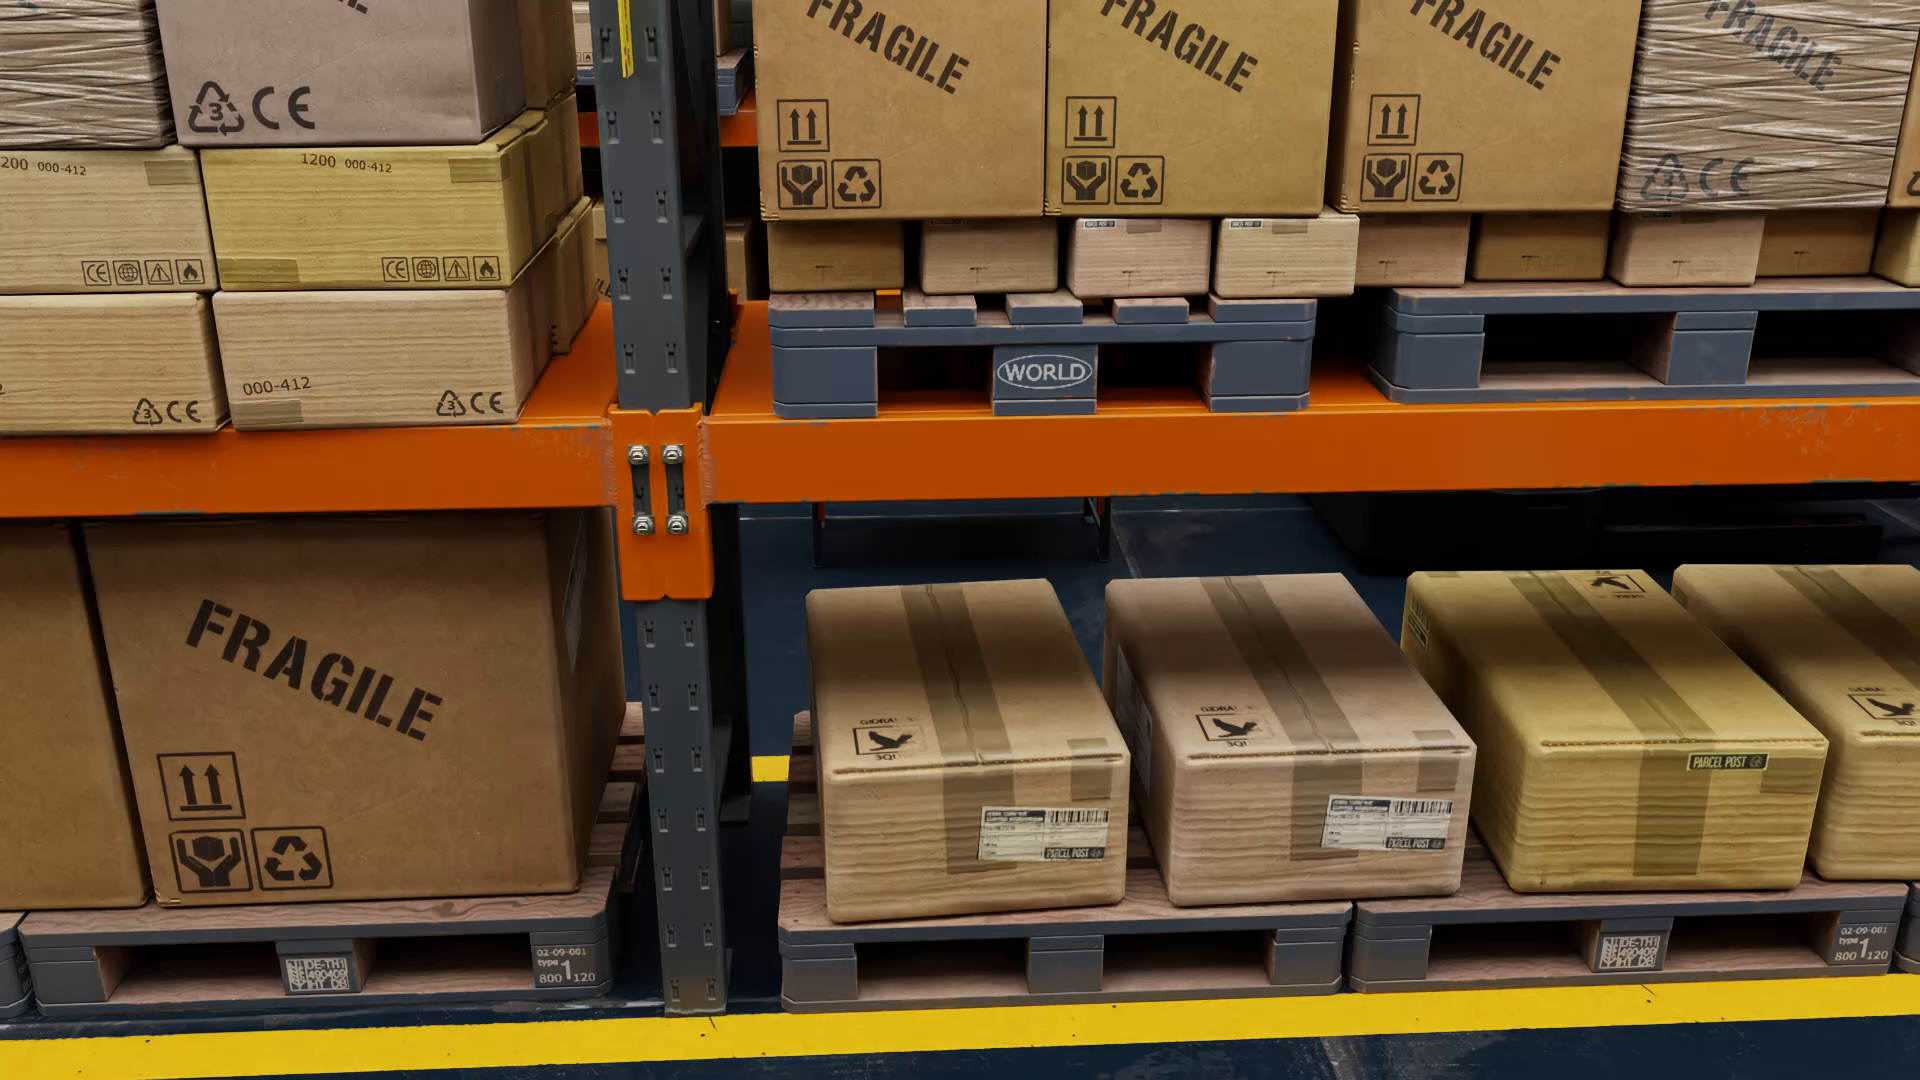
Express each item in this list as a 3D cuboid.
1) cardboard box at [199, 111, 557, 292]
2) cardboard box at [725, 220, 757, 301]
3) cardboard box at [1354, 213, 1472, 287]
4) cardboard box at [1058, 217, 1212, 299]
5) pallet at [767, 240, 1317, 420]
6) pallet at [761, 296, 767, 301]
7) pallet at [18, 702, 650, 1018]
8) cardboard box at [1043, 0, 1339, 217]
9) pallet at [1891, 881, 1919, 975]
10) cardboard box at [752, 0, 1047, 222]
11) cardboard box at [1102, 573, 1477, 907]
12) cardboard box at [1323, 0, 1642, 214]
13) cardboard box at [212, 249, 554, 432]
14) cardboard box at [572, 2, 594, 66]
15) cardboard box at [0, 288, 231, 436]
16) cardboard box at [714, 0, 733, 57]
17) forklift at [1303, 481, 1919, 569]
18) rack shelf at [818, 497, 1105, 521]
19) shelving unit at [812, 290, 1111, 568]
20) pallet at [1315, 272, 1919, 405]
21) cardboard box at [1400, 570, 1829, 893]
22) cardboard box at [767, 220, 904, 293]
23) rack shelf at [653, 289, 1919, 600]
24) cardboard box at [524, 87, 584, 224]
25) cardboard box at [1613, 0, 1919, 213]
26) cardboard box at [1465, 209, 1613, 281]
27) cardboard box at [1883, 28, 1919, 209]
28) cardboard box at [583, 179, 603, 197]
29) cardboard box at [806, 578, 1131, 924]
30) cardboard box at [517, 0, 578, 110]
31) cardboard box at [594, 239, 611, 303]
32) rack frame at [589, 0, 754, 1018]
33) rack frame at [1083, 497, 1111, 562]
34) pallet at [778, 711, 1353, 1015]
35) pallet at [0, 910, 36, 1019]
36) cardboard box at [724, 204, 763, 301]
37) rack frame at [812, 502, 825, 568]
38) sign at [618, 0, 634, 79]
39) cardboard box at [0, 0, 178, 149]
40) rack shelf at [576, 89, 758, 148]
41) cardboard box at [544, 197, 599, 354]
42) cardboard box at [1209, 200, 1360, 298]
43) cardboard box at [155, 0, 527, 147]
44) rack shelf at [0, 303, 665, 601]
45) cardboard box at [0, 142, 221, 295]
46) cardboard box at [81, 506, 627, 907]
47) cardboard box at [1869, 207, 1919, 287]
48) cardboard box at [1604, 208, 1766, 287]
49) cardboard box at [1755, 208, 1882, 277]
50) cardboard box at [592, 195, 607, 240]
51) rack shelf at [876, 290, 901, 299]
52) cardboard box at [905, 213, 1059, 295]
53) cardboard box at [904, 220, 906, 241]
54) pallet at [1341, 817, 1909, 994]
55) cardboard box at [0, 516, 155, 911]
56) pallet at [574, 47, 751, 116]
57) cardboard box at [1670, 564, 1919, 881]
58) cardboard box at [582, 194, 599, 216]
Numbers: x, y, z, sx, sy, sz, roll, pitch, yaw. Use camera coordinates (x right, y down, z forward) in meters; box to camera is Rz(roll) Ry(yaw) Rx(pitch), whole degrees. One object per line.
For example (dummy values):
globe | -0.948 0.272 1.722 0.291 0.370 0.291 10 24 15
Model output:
cardboard box | -1.053 -0.641 3.097 0.500 0.250 0.500 -1 21 -3
cardboard box | -1.281 -1.284 8.200 0.500 0.500 0.500 -1 21 -1
cardboard box | 0.823 -0.611 3.273 0.250 0.149 0.380 0 21 0
cardboard box | 0.311 -0.580 3.192 0.250 0.149 0.380 -3 21 -7
pallet | 0.121 -0.540 3.594 1.003 0.211 1.213 -1 21 -3
pallet | -1.619 -1.036 8.545 1.213 0.211 1.003 -1 21 -3
pallet | -1.376 0.715 3.947 1.213 0.211 1.003 -1 21 -3
cardboard box | 0.398 -0.900 3.120 0.500 0.500 0.500 0 21 0
pallet | 2.632 0.661 4.089 1.213 0.211 1.003 -1 21 -3
cardboard box | -0.122 -0.887 3.085 0.500 0.500 0.500 -2 21 -5
cardboard box | 0.717 0.428 3.883 0.625 0.372 0.950 -2 21 -4
cardboard box | 0.928 -0.913 3.154 0.500 0.500 0.500 -1 21 -2
cardboard box | -1.074 -0.405 3.180 0.500 0.250 0.500 -2 21 -5
cardboard box | -1.906 -2.331 7.647 0.500 0.250 0.500 -2 21 -6
cardboard box | -1.583 -0.389 3.138 0.500 0.250 0.500 -1 21 -2
cardboard box | -1.394 -2.629 8.079 0.500 0.500 0.500 0 21 -1
forklift | 2.840 -1.463 5.844 3.031 2.935 1.130 -2 21 -4
rack shelf | -0.007 -0.297 6.007 1.000 0.278 0.538 -1 21 -3
shelving unit | -0.007 -0.526 5.920 1.048 1.125 0.538 -1 21 -3
pallet | 1.390 -0.543 3.600 1.213 0.211 1.003 -1 21 -3
cardboard box | 1.474 0.415 3.918 0.625 0.372 0.950 0 21 -1
cardboard box | -0.249 -0.597 3.236 0.250 0.149 0.380 -2 21 -6
rack shelf | 1.412 -0.282 3.657 4.000 0.370 1.077 -1 21 -3
cardboard box | -1.104 -0.819 3.564 0.500 0.250 0.500 -1 21 -3
cardboard box | 1.428 -0.920 3.173 0.500 0.500 0.500 -2 21 -5
cardboard box | 1.103 -0.631 3.324 0.250 0.149 0.380 0 21 -1
cardboard box | 1.951 -0.931 3.202 0.500 0.500 0.500 0 21 -1
cardboard box | -1.920 -1.743 8.494 0.250 0.149 0.380 -1 21 -2
cardboard box | -0.020 0.446 3.836 0.625 0.372 0.950 -3 21 -7
cardboard box | -1.091 -1.169 3.429 0.500 0.500 0.500 -2 21 -5
cardboard box | -1.781 -1.277 8.184 0.500 0.500 0.500 -1 21 -4
rack frame | -0.584 -0.578 3.422 0.127 3.000 1.000 -1 21 -3
rack frame | 0.501 -0.536 5.948 0.032 1.125 0.500 -1 21 -3
pallet | 0.196 0.710 3.959 1.213 0.211 1.003 -1 21 -3
pallet | -2.591 0.738 3.885 1.213 0.211 1.003 -1 21 -3
cardboard box | -1.308 -1.460 8.663 0.500 0.500 0.500 0 21 -1
rack frame | -0.514 -0.515 5.893 0.032 1.125 0.500 -1 21 -3
sign | -0.549 -0.922 2.699 0.005 0.325 0.100 -1 21 -3
cardboard box | -1.597 -0.975 2.920 0.500 0.500 0.500 -1 21 -2
rack shelf | -2.868 -1.964 8.075 4.000 0.370 1.077 -1 21 -3
cardboard box | -1.087 -0.587 3.658 0.500 0.250 0.500 -2 21 -4
cardboard box | 0.587 -0.578 3.187 0.250 0.149 0.380 -1 21 -3
cardboard box | -1.086 -0.988 2.955 0.500 0.500 0.500 -2 21 -5
rack shelf | -2.581 -0.201 3.444 4.000 0.370 1.077 -1 21 -3
cardboard box | -1.565 -0.629 3.066 0.500 0.250 0.500 -2 21 -4
cardboard box | -1.279 0.204 3.766 0.875 0.875 0.875 -1 21 -4
cardboard box | 1.892 -0.614 3.280 0.250 0.149 0.380 -1 21 -3
cardboard box | 1.367 -0.613 3.277 0.250 0.149 0.380 -1 21 -1
cardboard box | 1.623 -0.645 3.362 0.250 0.149 0.380 -2 21 -5
cardboard box | -1.621 -1.555 8.002 0.250 0.149 0.380 -2 21 -6
rack shelf | -0.007 -0.799 5.816 1.000 0.278 0.538 -1 21 -3
cardboard box | 0.035 -0.591 3.220 0.250 0.149 0.380 -2 21 -6
cardboard box | -0.007 -0.778 3.711 0.250 0.149 0.380 -1 21 -2
pallet | 1.411 0.686 4.021 1.213 0.211 1.003 -1 21 -3
cardboard box | -2.169 0.220 3.723 0.875 0.875 0.875 -1 21 -2
pallet | -1.544 -2.212 7.986 1.003 0.211 1.213 -1 21 -3
cardboard box | 2.168 0.400 3.957 0.625 0.372 0.950 0 21 0
cardboard box | -1.886 -1.566 8.029 0.250 0.149 0.380 -2 21 -5
